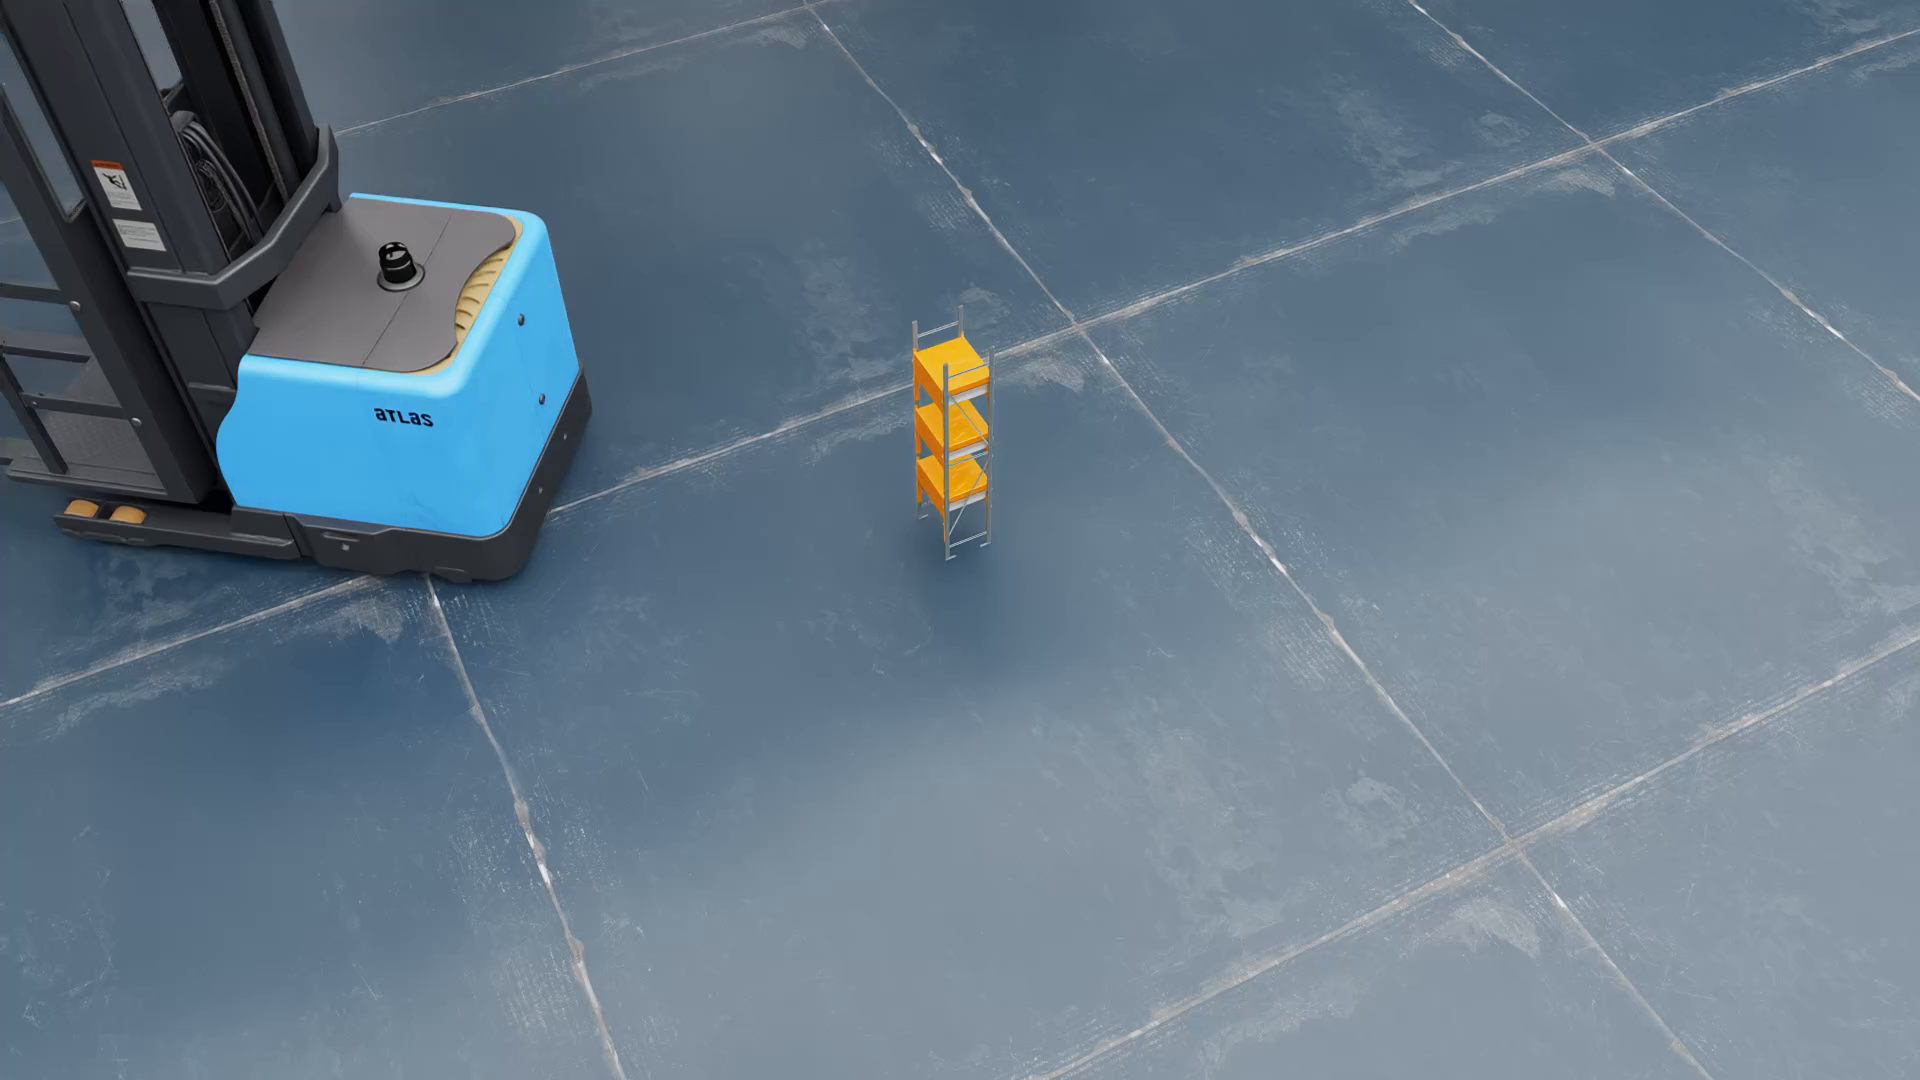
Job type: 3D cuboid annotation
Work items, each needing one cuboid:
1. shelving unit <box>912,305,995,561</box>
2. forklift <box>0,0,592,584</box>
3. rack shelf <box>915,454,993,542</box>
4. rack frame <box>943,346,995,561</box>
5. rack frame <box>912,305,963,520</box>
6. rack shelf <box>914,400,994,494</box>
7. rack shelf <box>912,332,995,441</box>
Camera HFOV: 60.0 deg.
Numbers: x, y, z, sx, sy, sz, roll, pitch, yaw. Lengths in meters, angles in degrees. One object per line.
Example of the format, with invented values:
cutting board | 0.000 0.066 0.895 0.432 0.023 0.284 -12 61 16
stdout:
shelving unit | -0.024 -0.381 6.279 0.215 1.050 0.252 -21 52 -18
forklift | -3.119 -1.327 5.856 3.031 2.935 1.130 7 49 6
rack shelf | -0.024 -0.191 6.496 0.215 0.259 0.240 -21 52 -18
rack frame | 0.031 -0.300 6.207 0.200 1.050 0.008 -21 52 -18
rack frame | -0.080 -0.463 6.350 0.200 1.050 0.008 -21 52 -18
rack shelf | -0.024 -0.374 6.287 0.215 0.259 0.240 -21 52 -18
rack shelf | -0.024 -0.561 6.073 0.215 0.259 0.240 -21 52 -18
